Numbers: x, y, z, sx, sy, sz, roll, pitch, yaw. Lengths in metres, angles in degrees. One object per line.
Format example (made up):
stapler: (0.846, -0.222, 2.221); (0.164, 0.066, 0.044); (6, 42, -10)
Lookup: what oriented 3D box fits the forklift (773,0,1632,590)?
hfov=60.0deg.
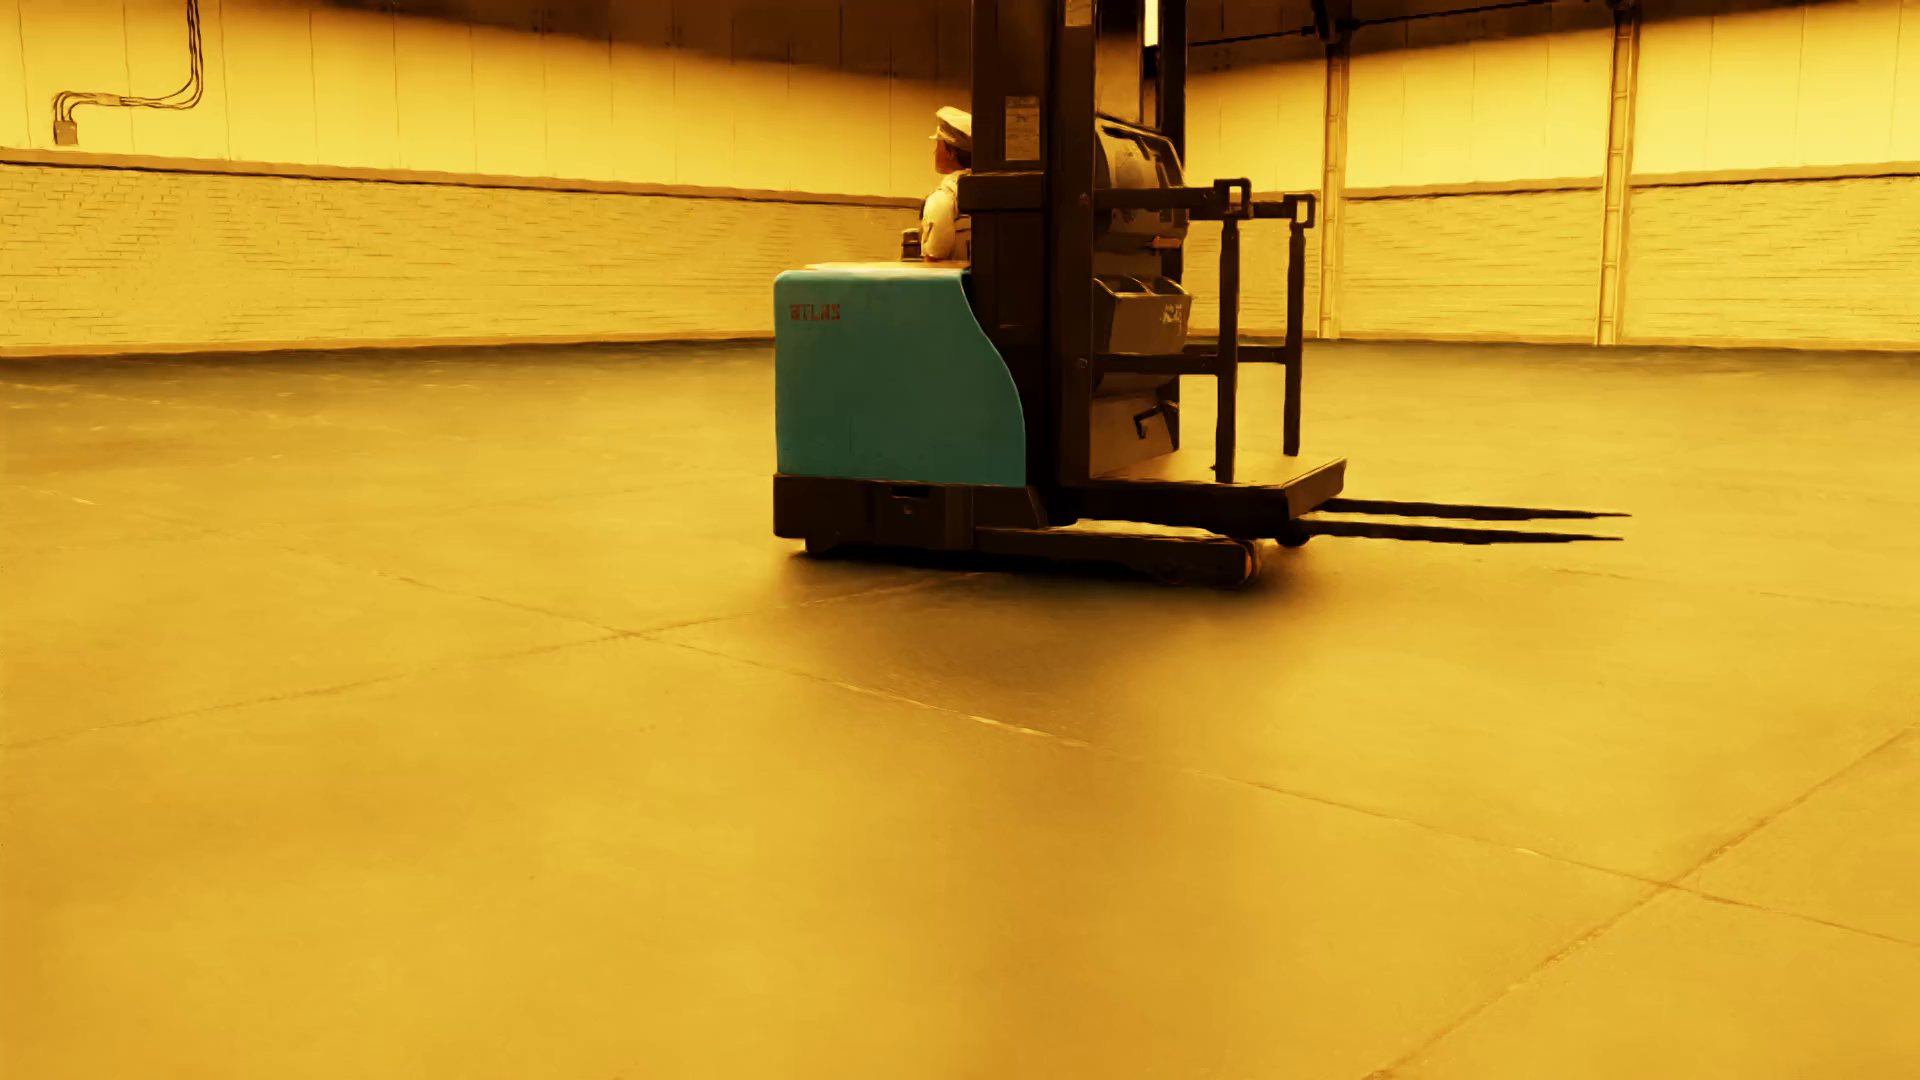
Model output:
forklift: (0.849, -1.372, 5.983); (3.031, 2.935, 1.130); (4, 9, 24)

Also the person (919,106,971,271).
person: (-0.040, -0.855, 6.656); (0.532, 1.693, 0.571); (8, 12, 43)
